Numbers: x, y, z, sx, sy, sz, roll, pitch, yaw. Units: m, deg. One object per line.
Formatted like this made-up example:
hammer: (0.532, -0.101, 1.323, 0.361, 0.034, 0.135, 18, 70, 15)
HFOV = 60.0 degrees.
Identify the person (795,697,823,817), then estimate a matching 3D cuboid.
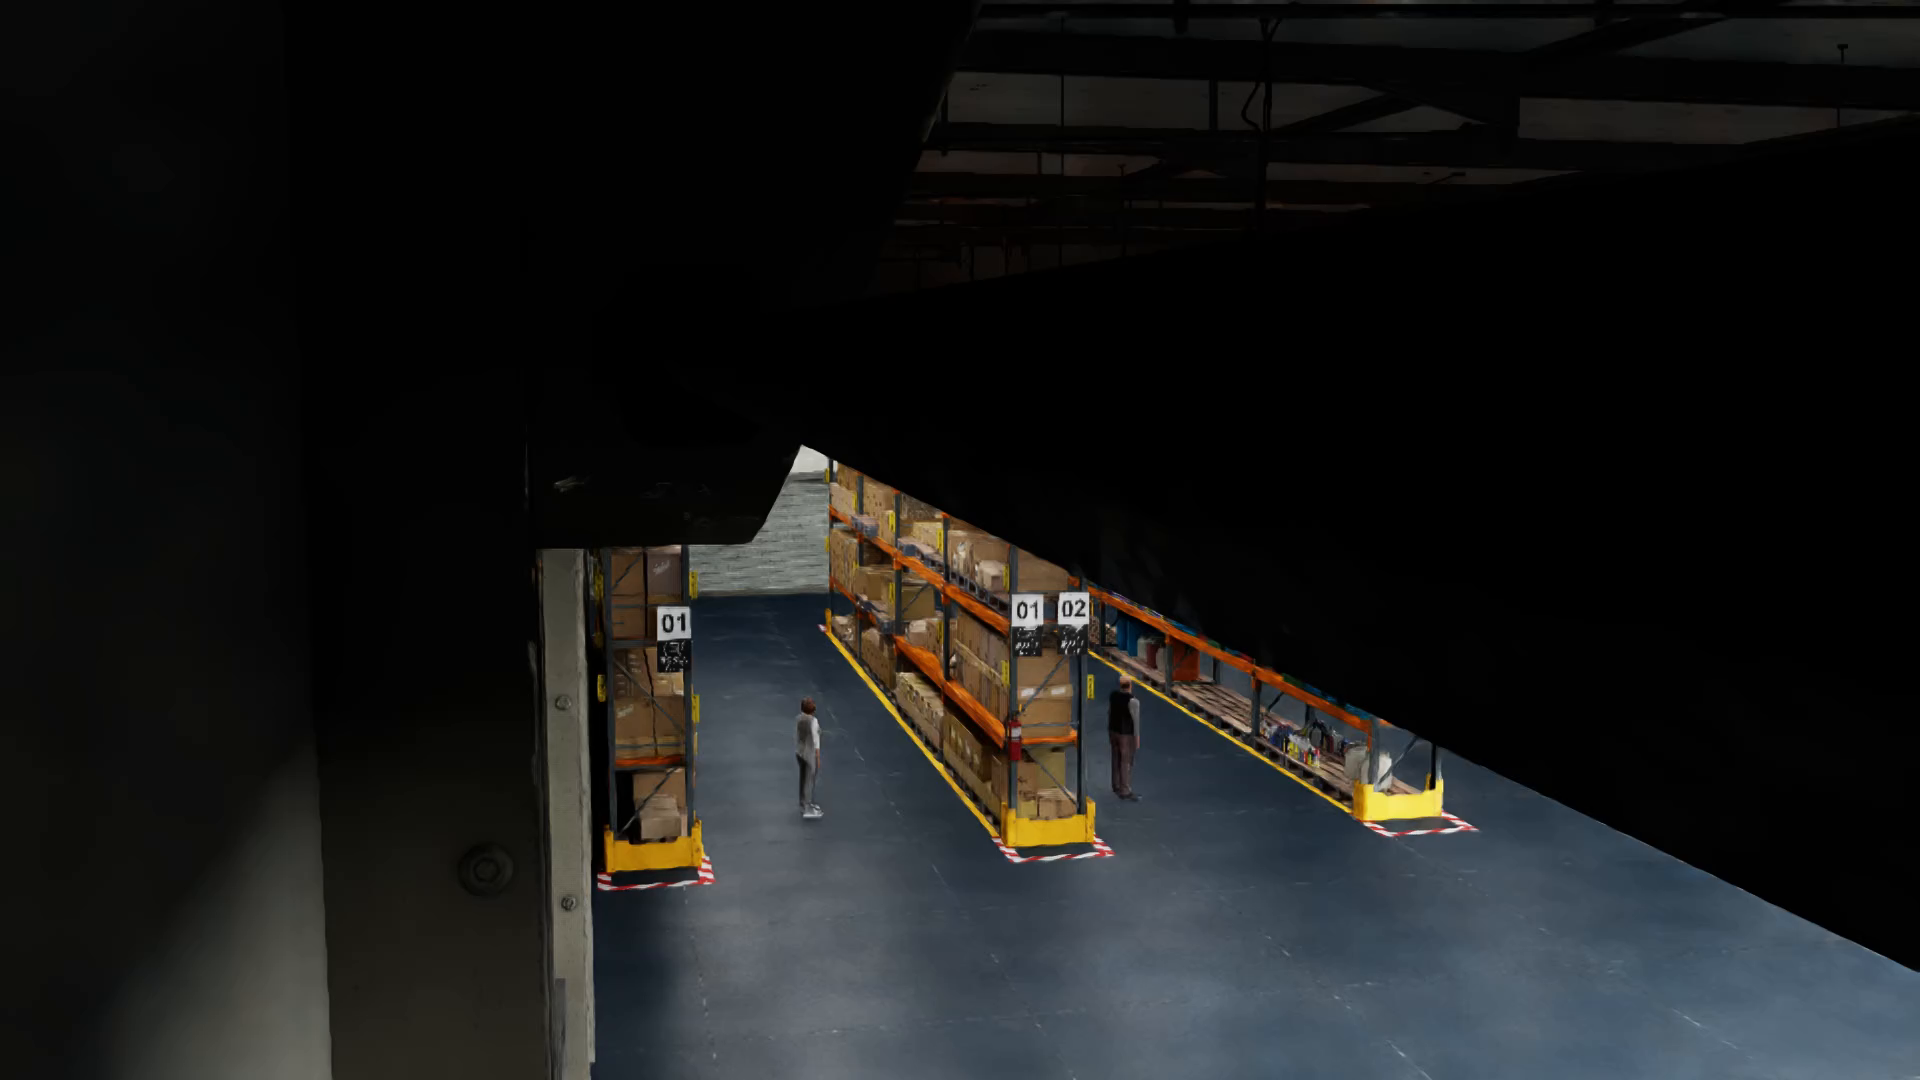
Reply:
person: (-2.010, 2.890, 22.278, 0.409, 1.596, 0.464, -6, 9, -41)

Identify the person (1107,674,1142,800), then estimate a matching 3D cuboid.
person: (2.320, 2.710, 23.195, 0.463, 1.731, 0.598, -6, 9, -39)
